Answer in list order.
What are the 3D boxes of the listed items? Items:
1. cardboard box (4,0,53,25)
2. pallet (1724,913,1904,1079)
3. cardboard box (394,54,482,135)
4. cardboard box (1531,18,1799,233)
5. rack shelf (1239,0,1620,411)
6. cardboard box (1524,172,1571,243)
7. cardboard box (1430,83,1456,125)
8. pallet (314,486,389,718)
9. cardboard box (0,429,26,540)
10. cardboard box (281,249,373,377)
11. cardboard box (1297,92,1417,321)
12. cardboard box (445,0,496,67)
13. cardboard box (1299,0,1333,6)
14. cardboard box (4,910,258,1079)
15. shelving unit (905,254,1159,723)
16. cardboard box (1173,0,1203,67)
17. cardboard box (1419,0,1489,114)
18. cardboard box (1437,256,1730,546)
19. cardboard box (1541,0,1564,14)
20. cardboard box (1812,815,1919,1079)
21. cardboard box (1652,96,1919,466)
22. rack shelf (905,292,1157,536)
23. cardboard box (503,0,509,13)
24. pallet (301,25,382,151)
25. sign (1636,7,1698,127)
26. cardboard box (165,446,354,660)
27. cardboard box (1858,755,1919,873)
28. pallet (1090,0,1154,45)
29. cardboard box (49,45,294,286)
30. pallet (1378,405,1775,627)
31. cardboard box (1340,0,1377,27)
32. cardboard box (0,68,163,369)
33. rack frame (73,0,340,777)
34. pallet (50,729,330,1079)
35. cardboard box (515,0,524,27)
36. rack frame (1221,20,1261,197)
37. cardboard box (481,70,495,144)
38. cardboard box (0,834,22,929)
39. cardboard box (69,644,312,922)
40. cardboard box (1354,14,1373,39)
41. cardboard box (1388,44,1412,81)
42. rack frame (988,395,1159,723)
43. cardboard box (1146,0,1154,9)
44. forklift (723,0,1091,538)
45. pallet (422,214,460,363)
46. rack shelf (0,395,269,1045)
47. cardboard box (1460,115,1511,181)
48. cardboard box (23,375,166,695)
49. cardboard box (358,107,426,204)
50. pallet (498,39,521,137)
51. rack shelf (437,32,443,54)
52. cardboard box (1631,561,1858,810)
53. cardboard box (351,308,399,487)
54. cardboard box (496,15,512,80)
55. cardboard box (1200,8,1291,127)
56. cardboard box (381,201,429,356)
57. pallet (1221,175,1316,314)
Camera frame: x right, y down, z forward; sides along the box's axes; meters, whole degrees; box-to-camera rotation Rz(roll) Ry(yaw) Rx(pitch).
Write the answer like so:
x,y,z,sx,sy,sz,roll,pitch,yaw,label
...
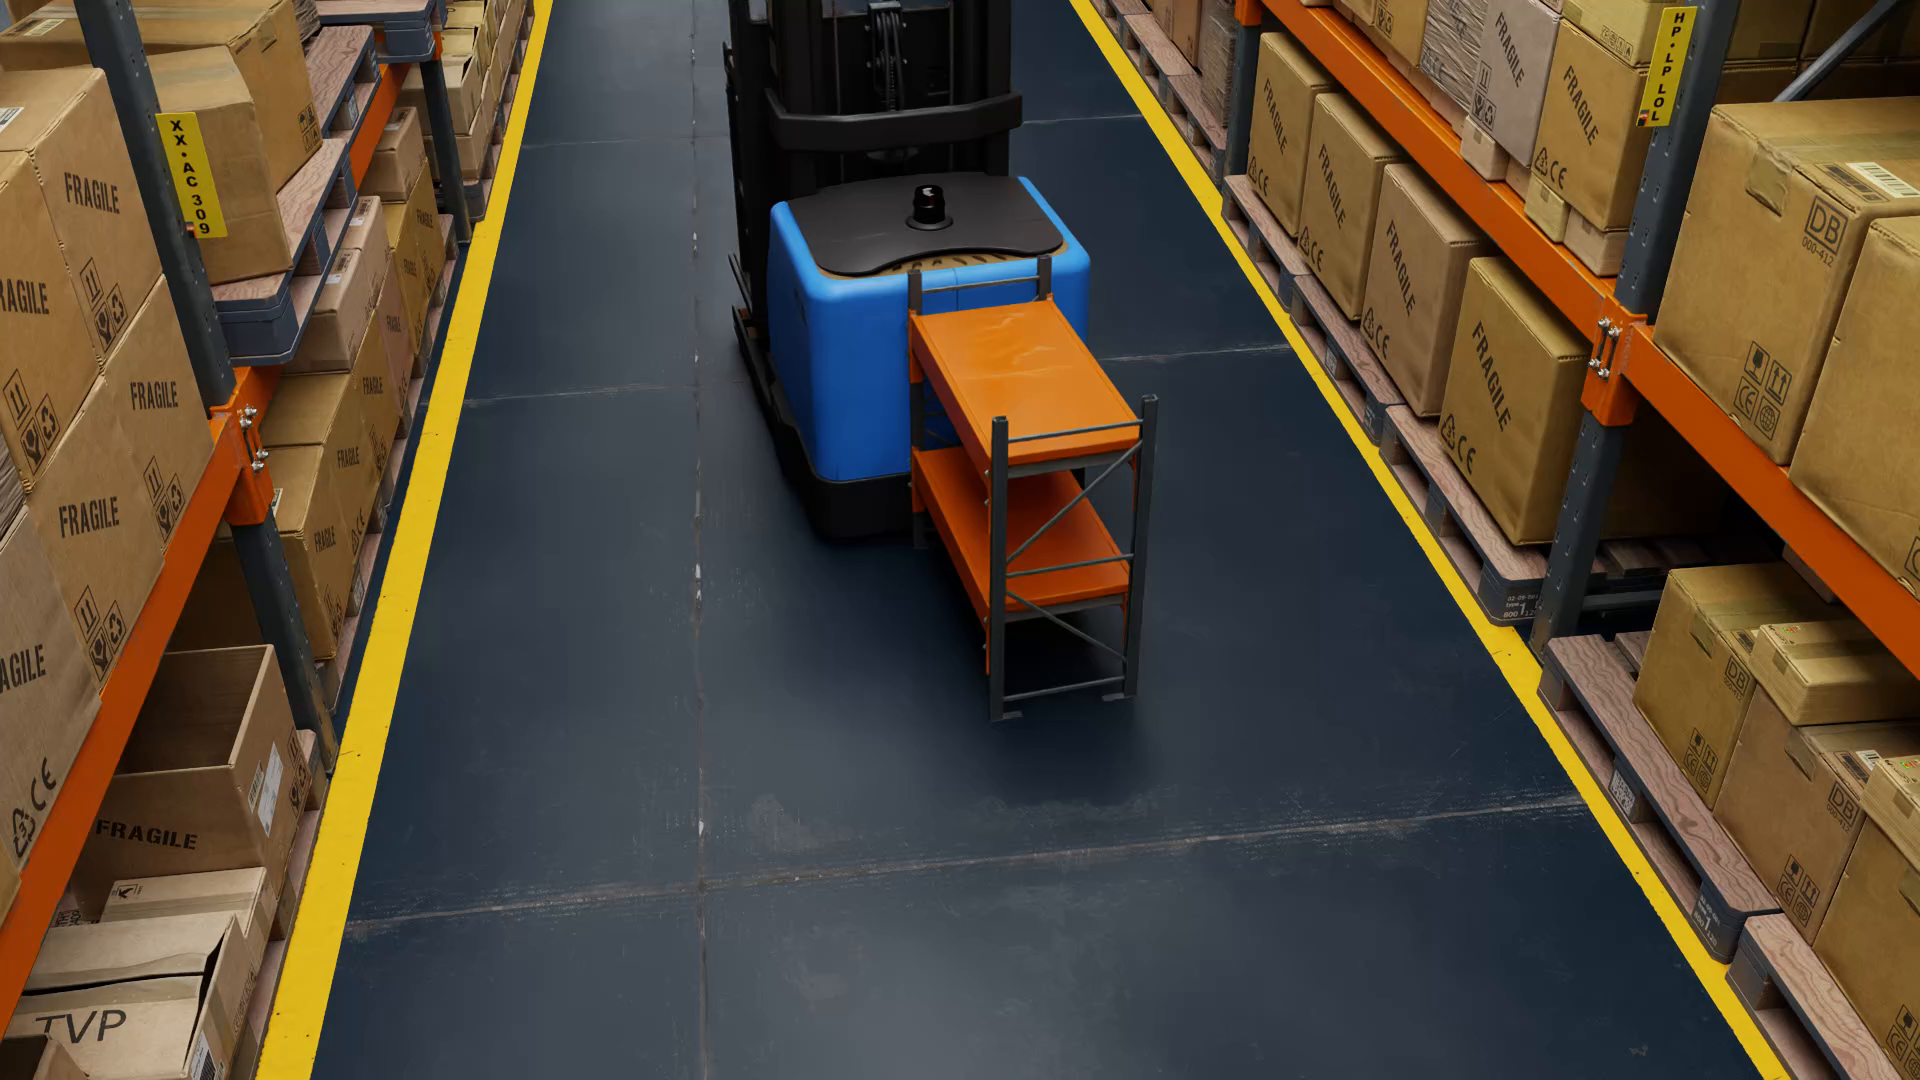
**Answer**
x,y,z,sx,sy,sz,roll,pitch,yaw,label
-2.753,-1.699,5.617,0.700,0.500,0.500,-13,36,-18,cardboard box
2.646,1.385,4.030,1.003,0.211,1.213,-4,35,-6,pallet
-2.772,-2.318,8.559,0.500,0.311,0.500,-3,34,-5,cardboard box
2.142,-1.291,5.110,0.500,0.500,0.500,-5,35,-7,cardboard box
2.184,-1.699,6.718,1.077,0.370,4.000,-4,35,-6,rack shelf
2.070,-1.091,5.392,0.380,0.149,0.250,-4,34,-5,cardboard box
2.000,-1.664,6.233,0.380,0.149,0.250,-5,35,-8,cardboard box
-2.602,0.199,5.771,1.003,0.211,1.213,-4,35,-6,pallet
-1.991,-0.128,2.797,0.500,0.500,0.500,-4,34,-6,cardboard box
-2.413,-0.808,5.935,0.500,0.250,0.500,-4,35,-6,cardboard box
1.996,-1.488,7.305,0.750,0.750,0.750,-5,35,-7,cardboard box
-2.917,-2.896,9.406,0.500,0.311,0.500,-5,35,-8,cardboard box
1.707,-2.519,7.488,0.380,0.149,0.250,-3,34,-5,cardboard box
-1.996,1.142,3.908,0.500,0.311,0.500,-4,35,-6,cardboard box
0.202,-0.193,5.534,0.538,1.125,1.048,-9,35,-13,shelving unit
1.718,-3.230,10.155,0.700,0.500,0.500,-5,35,-7,cardboard box
2.004,-1.856,5.939,0.500,0.500,0.500,-4,35,-6,cardboard box
2.237,-0.518,5.882,0.750,0.750,0.750,-4,34,-6,cardboard box
2.078,-1.890,5.323,0.500,0.250,0.500,-4,34,-5,cardboard box
2.584,0.972,4.007,0.700,0.500,0.500,-4,34,-5,cardboard box
2.510,-0.700,4.347,0.980,0.700,0.700,-4,34,-6,cardboard box
0.202,-0.435,5.370,0.538,0.278,1.000,-9,35,-13,rack shelf
-3.051,-3.463,10.239,0.500,0.311,0.500,-4,35,-7,cardboard box
-2.727,-1.571,6.061,1.003,0.211,1.213,-4,35,-6,pallet
1.917,-1.279,4.506,0.100,0.325,0.005,-4,35,-6,sign
-2.278,0.060,5.327,0.500,0.500,0.500,-6,35,-9,cardboard box
2.388,0.633,3.929,0.380,0.149,0.250,-5,35,-8,cardboard box
1.484,-3.758,11.576,1.003,0.211,1.213,-4,35,-6,pallet
-2.297,-0.999,4.590,0.700,0.500,0.500,-16,37,-22,cardboard box
2.275,-0.152,6.286,1.003,0.211,1.213,-4,35,-6,pallet
1.854,-2.424,6.773,0.500,0.500,0.500,-5,35,-7,cardboard box
-2.130,-0.695,3.629,0.500,0.500,0.500,-4,34,-6,cardboard box
-2.455,-0.503,4.324,1.000,3.000,0.127,-4,35,-6,rack frame
-2.363,1.033,4.547,1.003,0.211,1.213,-4,35,-6,pallet
-3.121,-3.512,10.809,0.500,0.250,0.500,-5,35,-7,cardboard box
1.915,-3.112,8.153,1.000,3.000,0.127,-4,35,-6,rack frame
-2.841,-2.367,9.128,0.500,0.250,0.500,-5,35,-8,cardboard box
-1.920,0.574,2.656,0.500,0.500,0.500,-4,34,-6,cardboard box
-2.097,0.645,4.469,0.500,0.500,0.500,-4,35,-6,cardboard box
1.907,-2.244,7.085,0.380,0.149,0.250,-4,34,-5,cardboard box
1.947,-1.960,6.668,0.380,0.149,0.250,-4,34,-6,cardboard box
0.336,0.083,5.129,0.500,1.125,0.032,-9,35,-13,rack frame
1.612,-3.799,10.990,0.700,0.500,0.500,-5,35,-7,cardboard box
-0.403,-2.045,6.648,1.130,2.935,3.031,-9,35,-13,forklift
-2.930,-1.163,7.769,1.003,0.211,1.213,-4,35,-6,pallet
-2.186,0.911,2.889,1.077,0.370,4.000,-4,35,-6,rack shelf
1.986,-1.382,5.819,0.380,0.149,0.250,-4,35,-6,cardboard box
-2.063,0.003,3.493,0.500,0.500,0.500,-3,34,-5,cardboard box
-2.623,-1.658,7.183,0.500,0.250,0.500,-3,34,-5,cardboard box
-3.226,-2.724,10.060,1.003,0.211,1.213,-4,35,-6,pallet
-3.262,-3.554,9.440,1.077,0.370,4.000,-4,35,-6,rack shelf
2.452,0.405,4.840,0.700,0.500,0.500,-4,34,-6,cardboard box
-2.421,-0.516,6.173,0.500,0.500,0.500,-4,34,-6,cardboard box
-2.985,-2.943,9.973,0.500,0.250,0.500,-4,34,-5,cardboard box
1.767,-2.659,9.317,0.700,0.500,0.500,-4,34,-6,cardboard box
-2.565,-1.091,7.016,0.500,0.500,0.500,-6,35,-8,cardboard box
1.947,-1.514,8.284,1.003,0.211,1.213,-4,35,-6,pallet
